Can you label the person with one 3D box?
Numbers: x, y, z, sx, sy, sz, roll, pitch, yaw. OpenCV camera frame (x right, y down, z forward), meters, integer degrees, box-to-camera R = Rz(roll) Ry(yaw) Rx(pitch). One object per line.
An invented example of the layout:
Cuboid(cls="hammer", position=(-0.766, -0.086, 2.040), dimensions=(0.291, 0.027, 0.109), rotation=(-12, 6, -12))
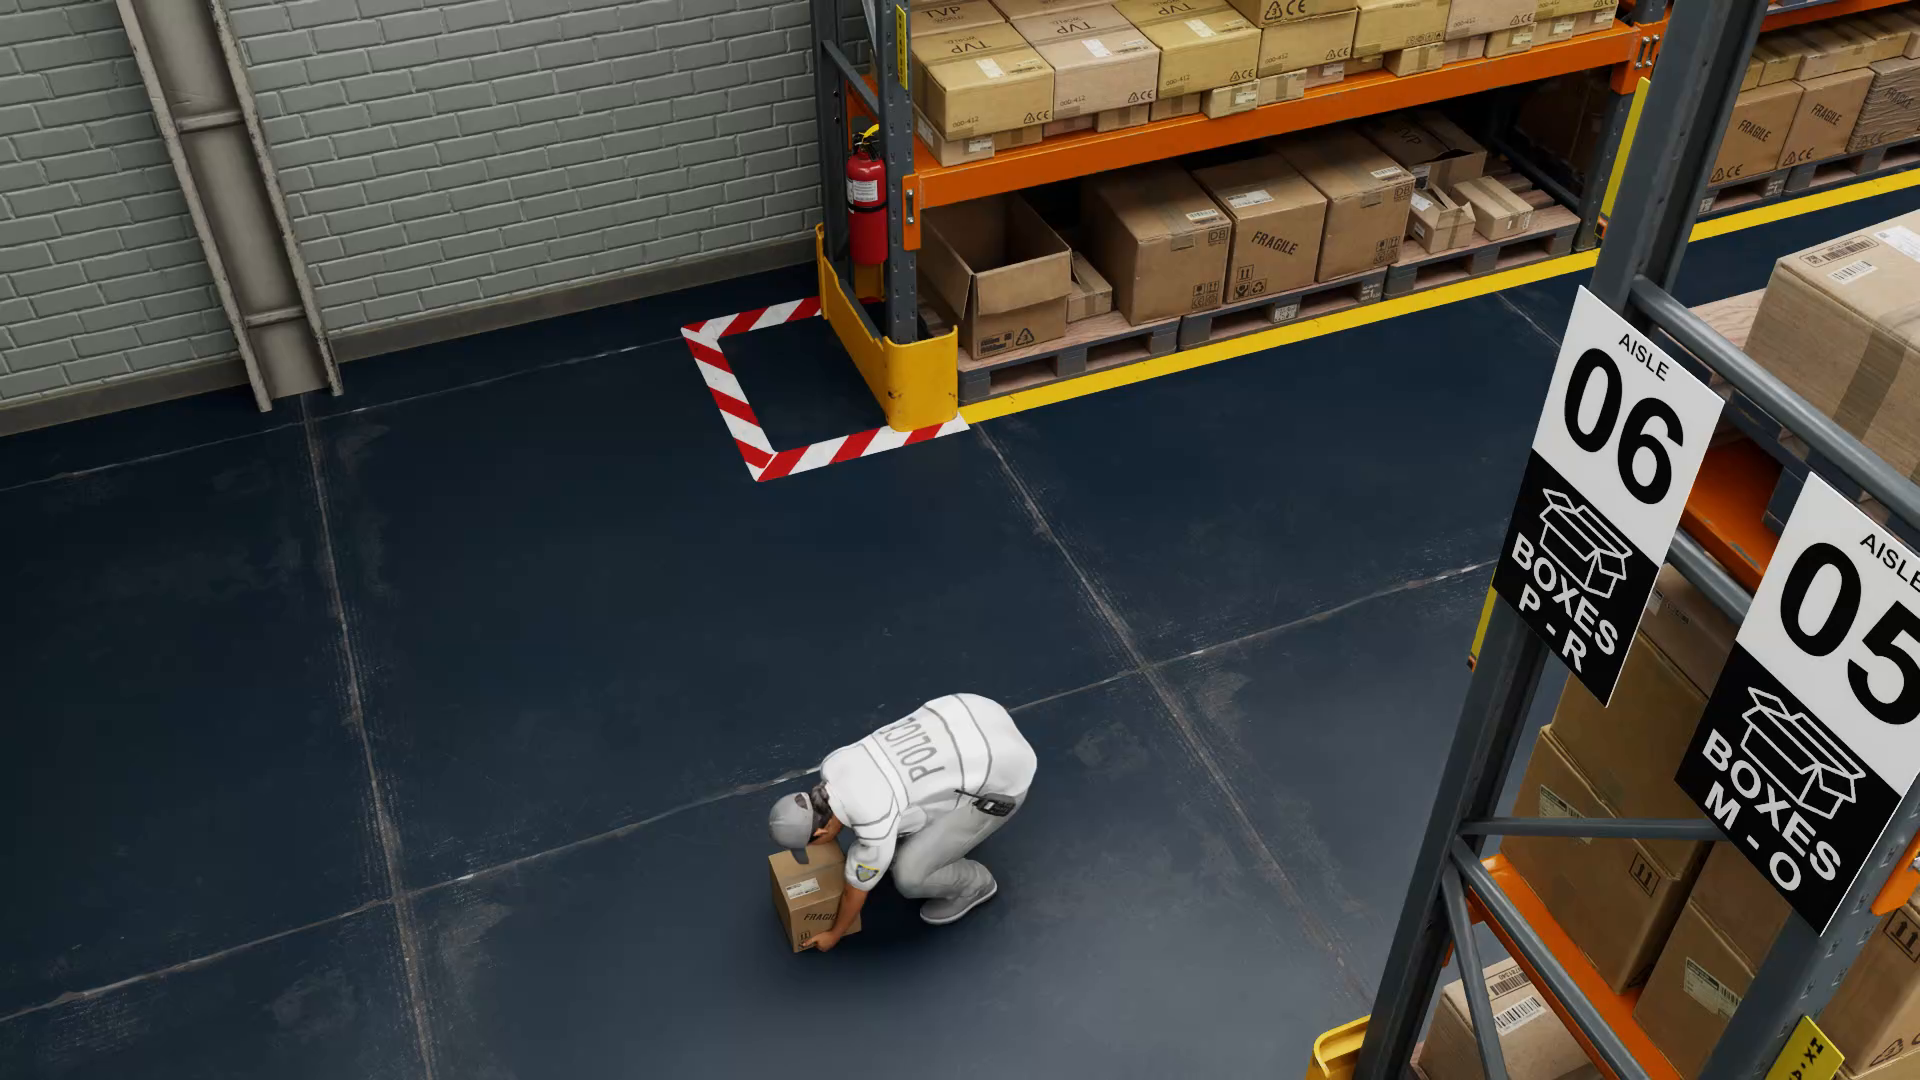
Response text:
Cuboid(cls="person", position=(-0.204, 0.977, 5.755), dimensions=(0.942, 0.784, 0.513), rotation=(-17, 45, -18))
